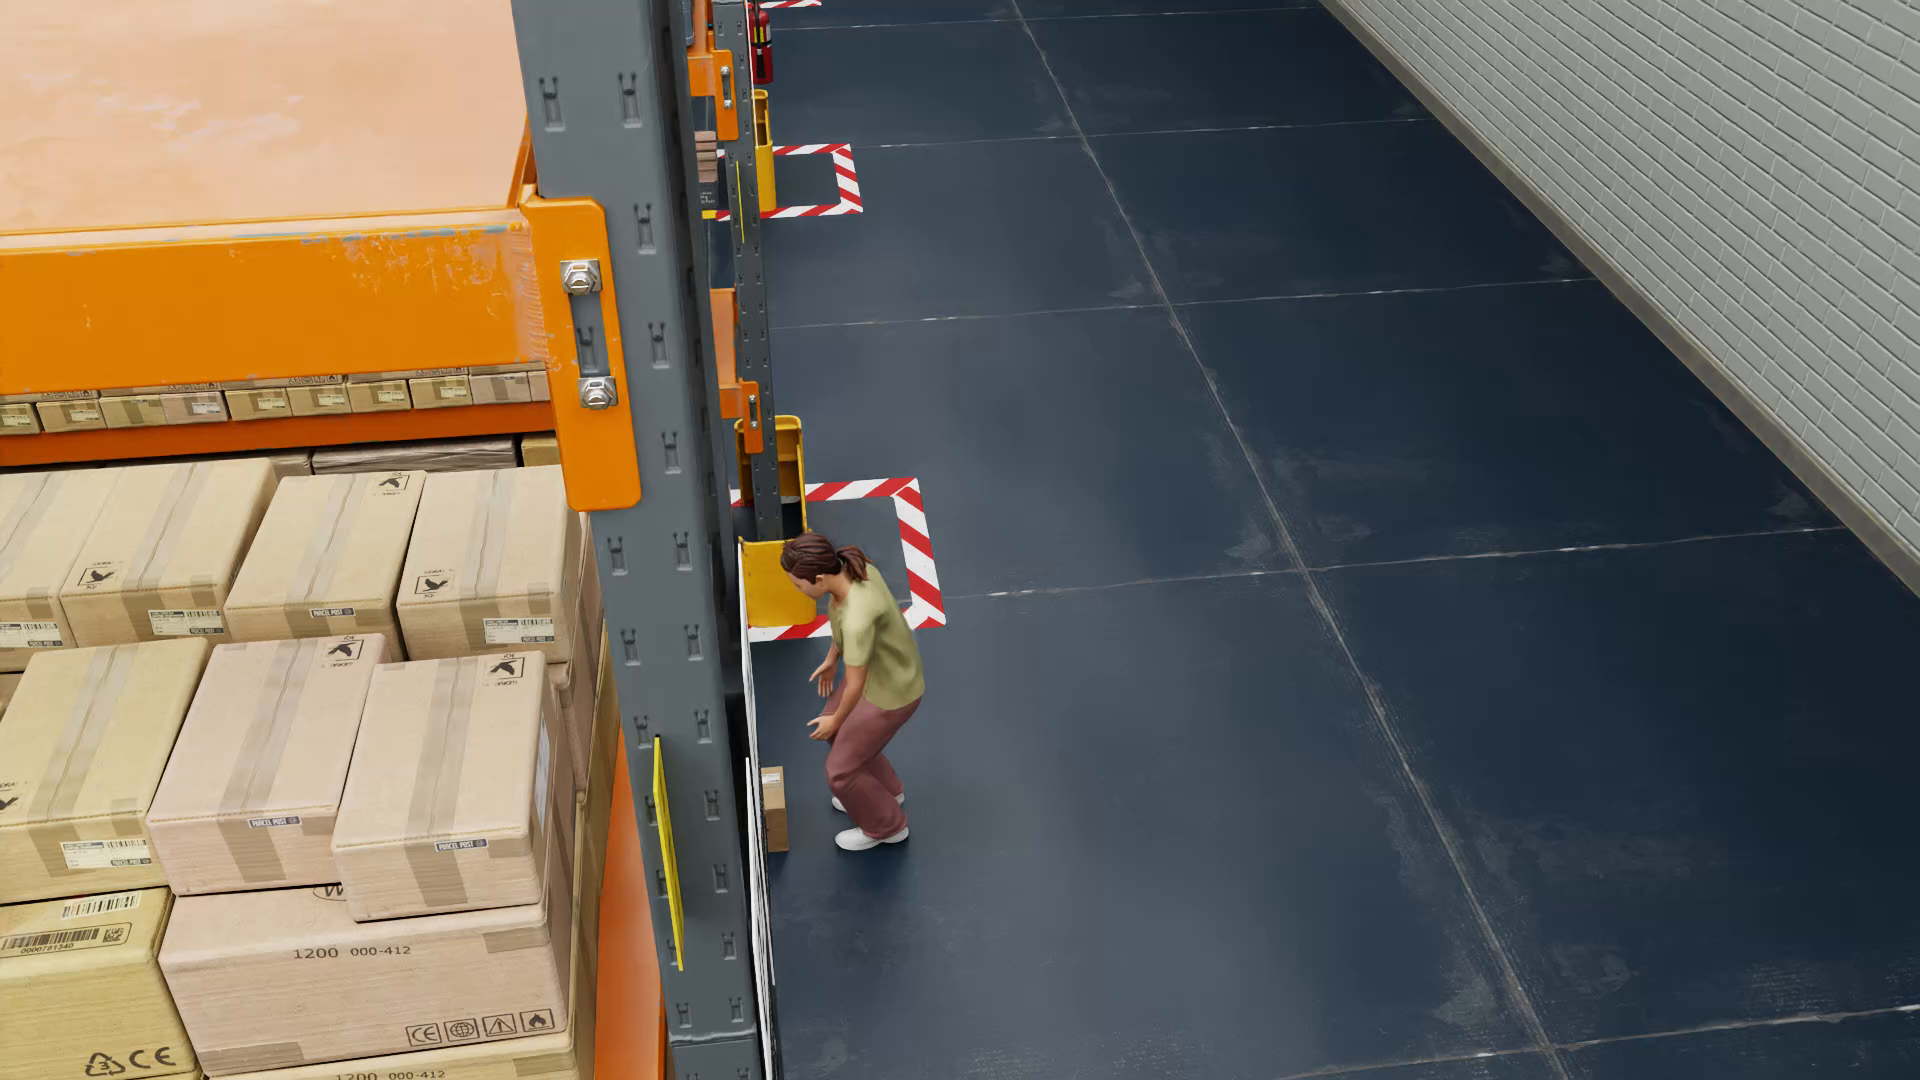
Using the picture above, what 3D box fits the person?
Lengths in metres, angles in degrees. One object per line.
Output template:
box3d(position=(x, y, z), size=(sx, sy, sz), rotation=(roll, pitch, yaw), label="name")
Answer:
box3d(position=(-0.403, 0.594, 6.570), size=(0.533, 1.515, 0.498), rotation=(-4, 35, -6), label="person")
